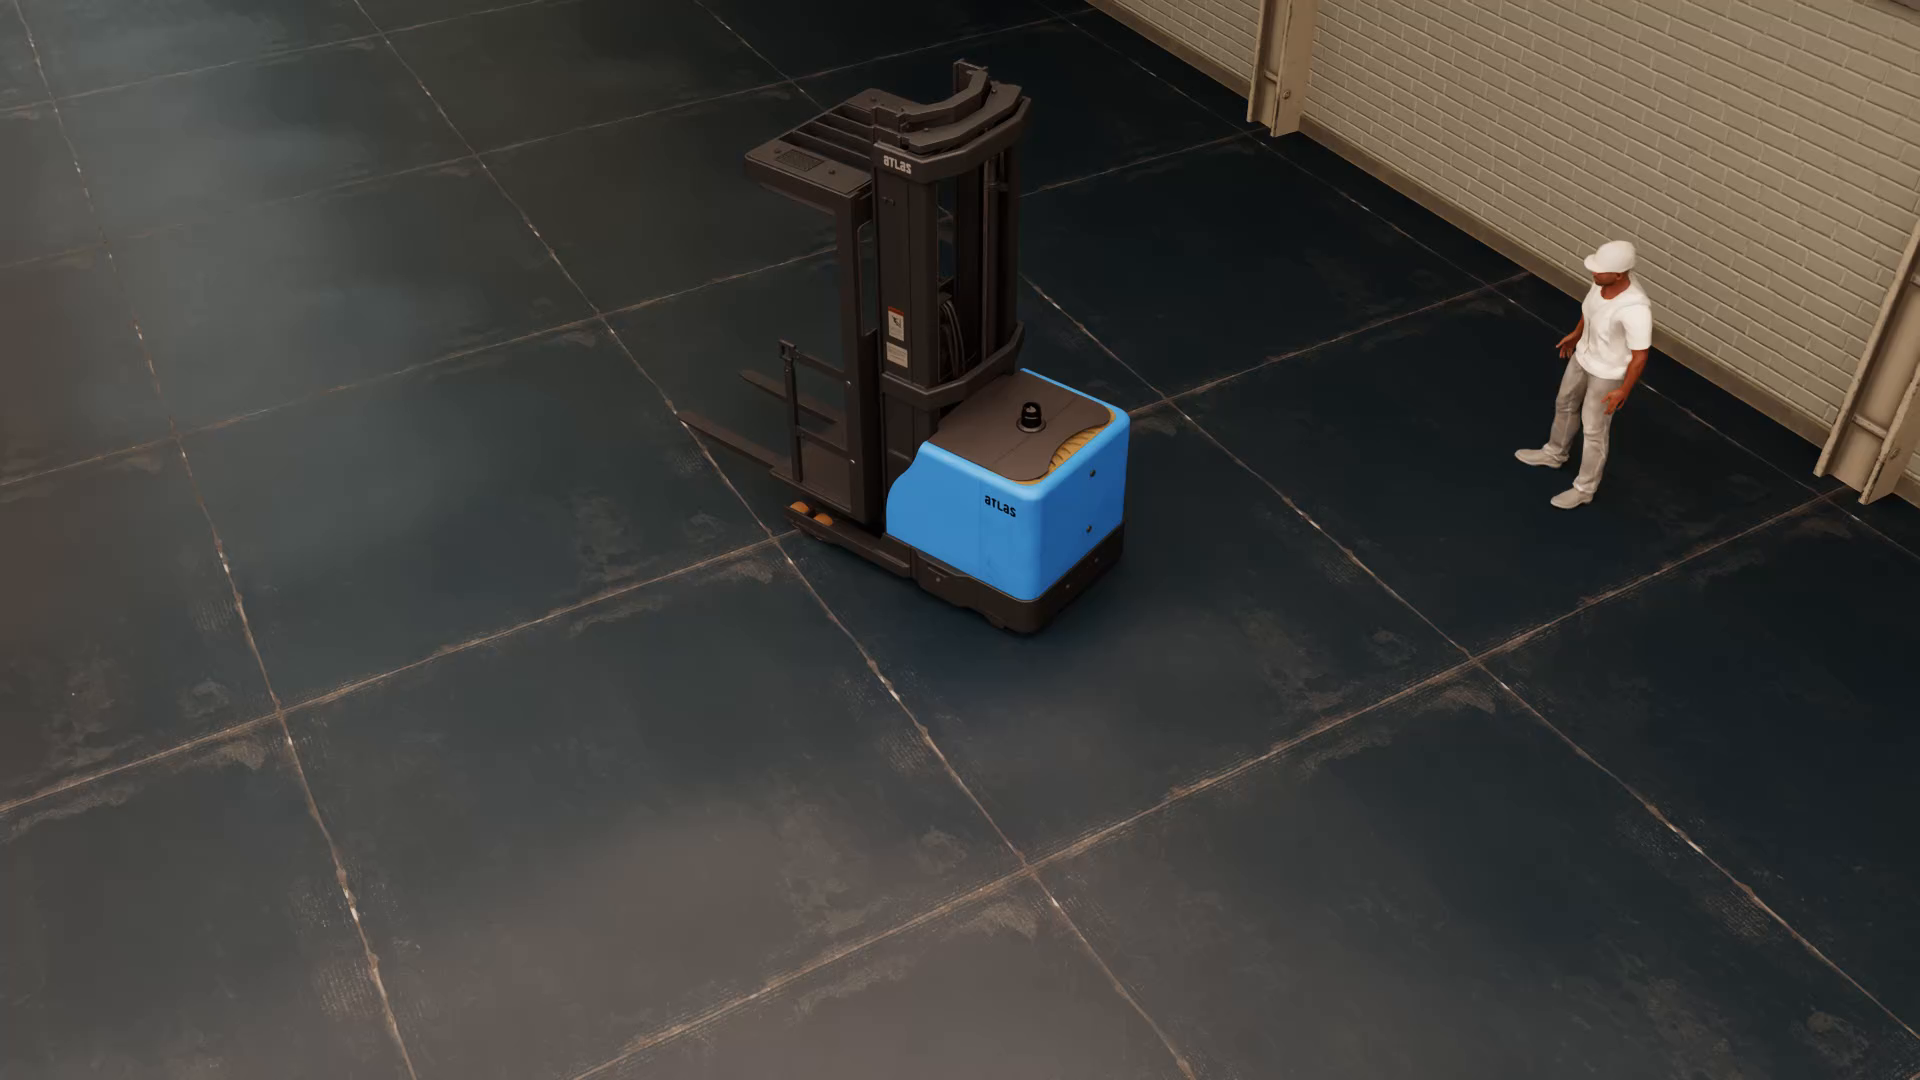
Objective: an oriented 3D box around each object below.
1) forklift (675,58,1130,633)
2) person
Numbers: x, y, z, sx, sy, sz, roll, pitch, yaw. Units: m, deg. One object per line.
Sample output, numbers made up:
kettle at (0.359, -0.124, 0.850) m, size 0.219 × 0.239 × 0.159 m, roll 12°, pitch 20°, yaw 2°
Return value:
forklift at (-0.481, -1.366, 9.683) m, size 3.031 × 2.935 × 1.130 m, roll 26°, pitch 46°, yaw 28°
person at (3.902, -1.081, 10.255) m, size 0.463 × 1.765 × 0.678 m, roll -4°, pitch 40°, yaw -5°
